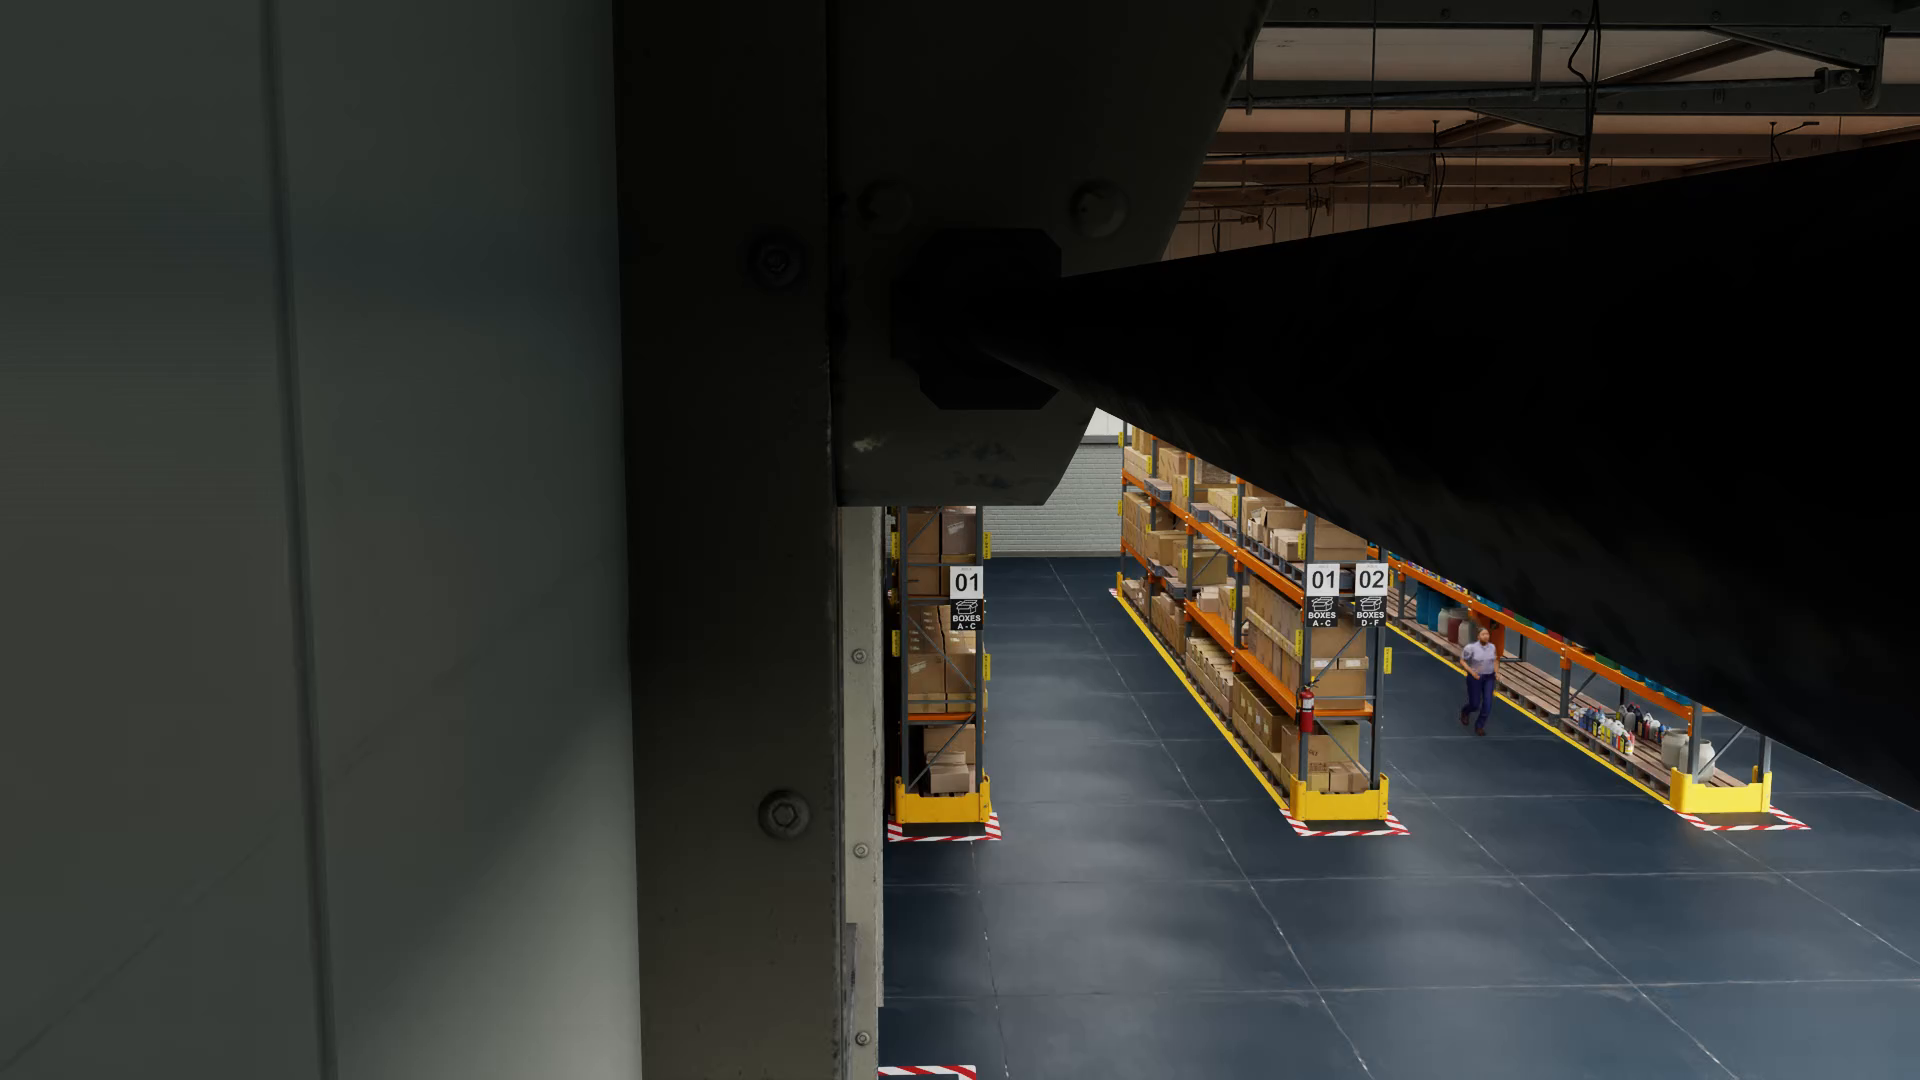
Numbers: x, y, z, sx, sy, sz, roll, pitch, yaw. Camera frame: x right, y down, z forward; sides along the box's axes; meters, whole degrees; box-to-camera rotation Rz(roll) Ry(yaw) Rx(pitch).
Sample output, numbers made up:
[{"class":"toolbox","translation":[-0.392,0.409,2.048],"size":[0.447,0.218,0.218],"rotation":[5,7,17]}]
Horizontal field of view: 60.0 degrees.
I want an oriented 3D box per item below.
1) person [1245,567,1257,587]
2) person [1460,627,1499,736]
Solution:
[{"class":"person","translation":[5.997,0.799,33.775],"size":[0.570,1.617,0.529],"rotation":[-1,8,-6]},{"class":"person","translation":[7.723,2.083,24.712],"size":[0.595,1.594,0.560],"rotation":[-1,8,-7]}]
